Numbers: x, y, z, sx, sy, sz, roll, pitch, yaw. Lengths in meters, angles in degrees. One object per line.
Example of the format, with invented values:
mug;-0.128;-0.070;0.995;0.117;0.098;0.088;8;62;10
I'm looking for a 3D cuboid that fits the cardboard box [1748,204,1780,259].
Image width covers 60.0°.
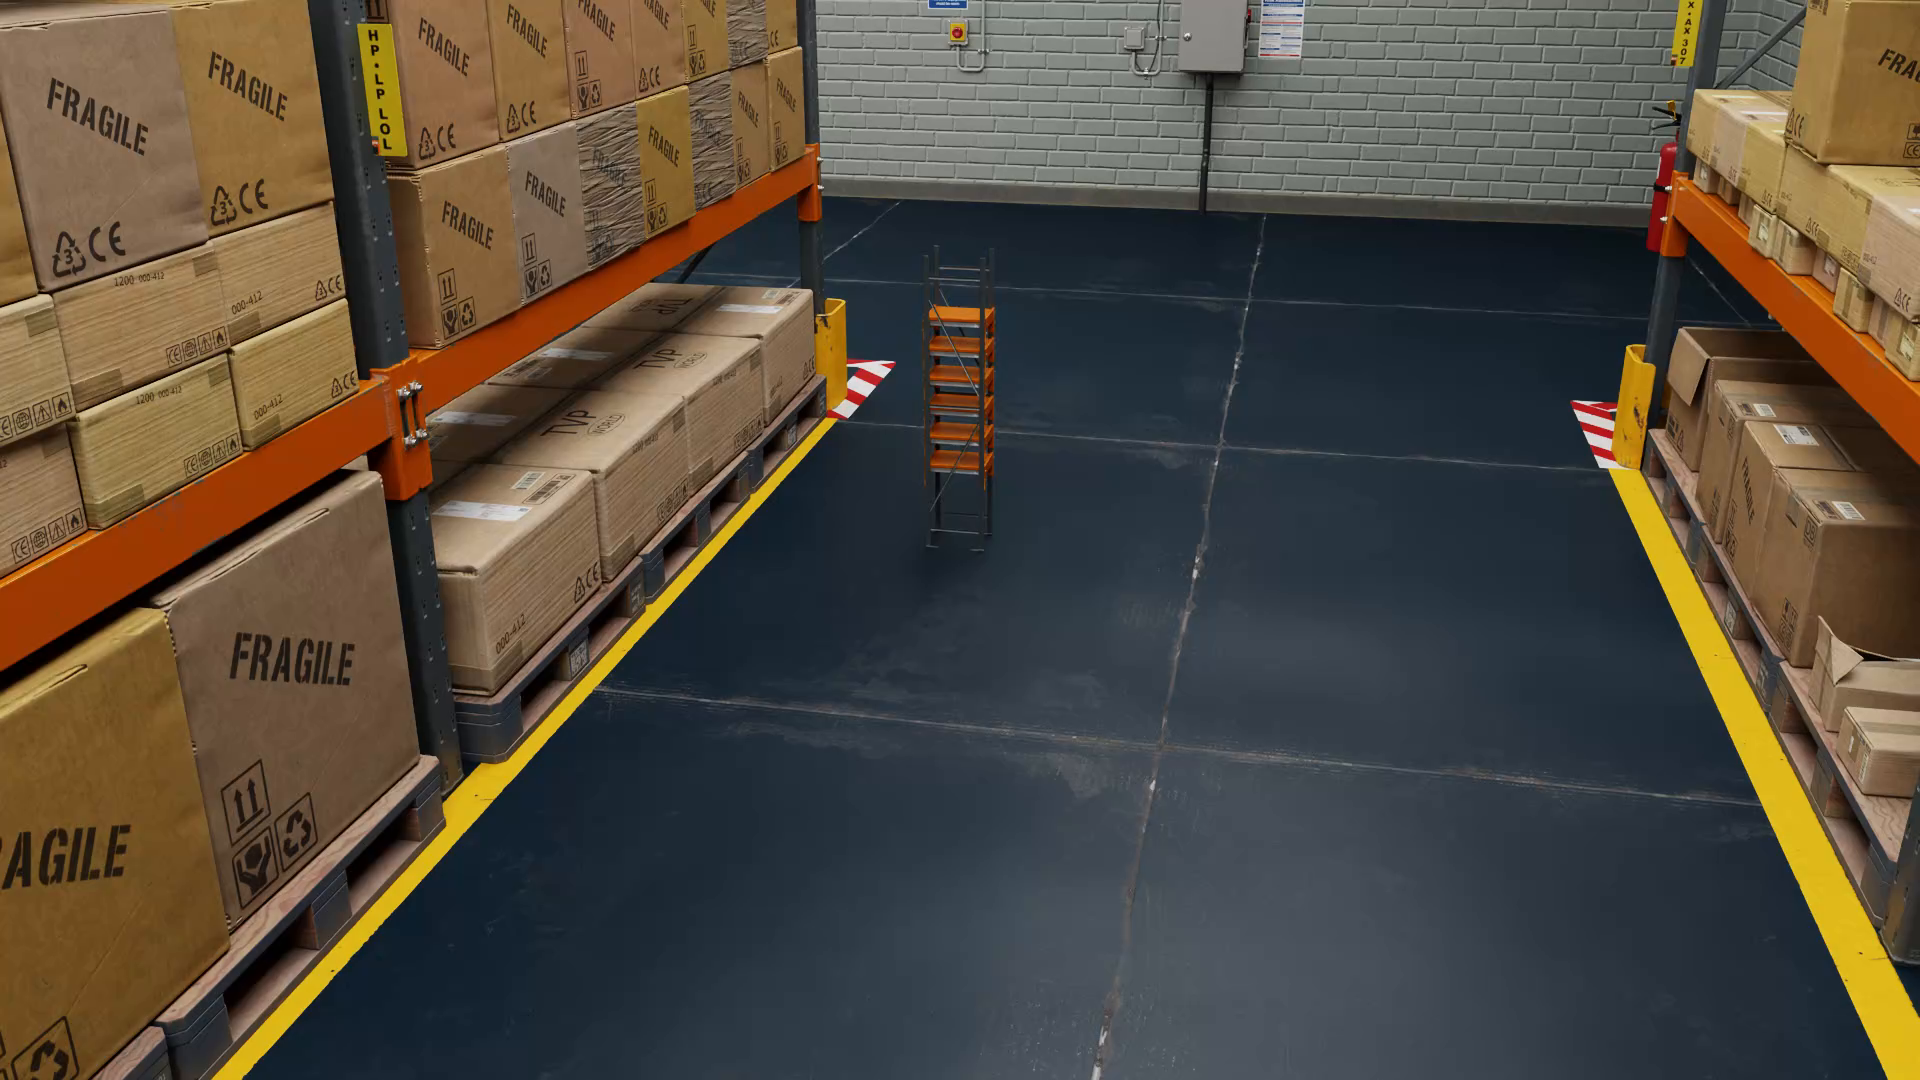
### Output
cardboard box;3.022;-1.084;5.866;0.380;0.149;0.250;4;22;9

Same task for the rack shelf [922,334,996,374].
rack shelf;-0.003;-0.733;6.543;0.258;0.103;0.180;4;22;11

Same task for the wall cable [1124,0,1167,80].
wall cable;1.328;-4.576;12.840;0.588;1.984;0.122;4;22;11

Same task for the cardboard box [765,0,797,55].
cardboard box;-1.056;-2.460;7.474;0.500;0.500;0.500;5;23;13

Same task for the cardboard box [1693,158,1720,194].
cardboard box;3.334;-1.551;7.027;0.380;0.149;0.250;4;22;11

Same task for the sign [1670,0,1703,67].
sign;3.138;-2.210;7.167;0.100;0.325;0.005;4;22;11

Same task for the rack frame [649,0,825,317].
rack frame;-1.191;-2.144;8.162;1.000;3.000;0.127;4;22;11

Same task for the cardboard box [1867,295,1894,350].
cardboard box;2.812;-0.611;4.692;0.380;0.149;0.250;5;22;12

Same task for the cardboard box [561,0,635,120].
cardboard box;-1.448;-1.718;5.632;0.500;0.500;0.500;5;22;12

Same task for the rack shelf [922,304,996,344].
rack shelf;-0.003;-0.844;6.498;0.258;0.103;0.180;4;22;11

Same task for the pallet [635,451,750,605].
pallet;-1.528;-0.107;6.838;1.003;0.211;1.213;4;22;11

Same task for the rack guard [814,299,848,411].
rack guard;-1.186;-0.993;8.651;1.175;0.500;0.348;4;22;11

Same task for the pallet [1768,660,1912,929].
pallet;2.994;0.738;4.738;1.003;0.211;1.213;4;22;11

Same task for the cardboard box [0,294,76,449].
cardboard box;-2.053;-0.291;3.091;0.500;0.250;0.500;5;22;12

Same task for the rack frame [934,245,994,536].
rack frame;0.016;-0.585;6.699;0.240;1.200;0.006;4;22;11

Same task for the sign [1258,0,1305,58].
sign;2.490;-3.989;12.869;0.329;0.494;0.001;4;22;11

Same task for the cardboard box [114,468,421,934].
cardboard box;-2.055;0.342;4.270;0.875;0.875;0.875;5;23;13

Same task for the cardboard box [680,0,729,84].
cardboard box;-1.238;-2.086;6.545;0.500;0.500;0.500;4;22;11

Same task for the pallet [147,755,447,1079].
pallet;-2.091;0.900;4.336;1.003;0.211;1.213;4;22;11

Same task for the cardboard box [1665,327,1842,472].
cardboard box;3.452;-0.588;7.077;0.797;0.503;0.637;4;22;9

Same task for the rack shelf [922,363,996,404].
rack shelf;-0.003;-0.621;6.588;0.258;0.103;0.180;4;22;11

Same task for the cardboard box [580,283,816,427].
cardboard box;-1.227;-0.901;7.944;0.875;0.438;0.875;4;22;9

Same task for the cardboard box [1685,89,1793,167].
cardboard box;3.313;-1.690;6.838;0.500;0.250;0.500;5;22;11

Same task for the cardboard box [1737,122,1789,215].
cardboard box;3.110;-1.320;5.919;0.500;0.250;0.500;4;22;10

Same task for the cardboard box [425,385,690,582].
cardboard box;-1.592;-0.236;6.293;0.875;0.438;0.875;4;22;9

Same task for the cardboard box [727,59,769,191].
cardboard box;-1.147;-1.812;7.203;0.500;0.500;0.500;4;22;10

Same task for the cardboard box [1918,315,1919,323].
cardboard box;2.718;-0.578;4.075;0.500;0.250;0.500;5;22;12

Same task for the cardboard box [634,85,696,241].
cardboard box;-1.335;-1.433;6.262;0.500;0.500;0.500;5;22;13

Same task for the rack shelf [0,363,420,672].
rack shelf;-2.415;0.384;2.848;1.077;0.370;4.000;4;22;11

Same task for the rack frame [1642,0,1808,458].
rack frame;3.669;-1.767;7.226;1.000;3.000;0.127;4;22;11

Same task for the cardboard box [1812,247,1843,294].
cardboard box;3.003;-0.887;5.376;0.380;0.149;0.250;4;22;11

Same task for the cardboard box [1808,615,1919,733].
cardboard box;2.752;0.412;4.912;0.396;0.266;0.258;5;23;13

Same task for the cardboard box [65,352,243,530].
cardboard box;-1.957;-0.242;3.641;0.500;0.250;0.500;4;22;10

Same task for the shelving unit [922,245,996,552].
shelving unit;-0.003;-0.551;6.616;0.258;1.200;0.189;4;22;11

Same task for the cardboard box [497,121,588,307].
cardboard box;-1.548;-1.063;5.344;0.500;0.500;0.500;5;22;11

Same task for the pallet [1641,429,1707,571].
pallet;3.492;-0.154;6.954;1.003;0.211;1.213;4;22;11

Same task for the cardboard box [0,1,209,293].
cardboard box;-1.951;-0.819;3.400;0.500;0.500;0.500;5;22;12

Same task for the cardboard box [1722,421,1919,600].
cardboard box;3.033;-0.091;5.847;0.500;0.500;0.500;5;22;12

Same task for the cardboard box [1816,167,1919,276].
cardboard box;2.921;-0.943;4.983;0.500;0.250;0.500;4;22;11

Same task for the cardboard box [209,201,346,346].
cardboard box;-1.859;-0.664;4.018;0.500;0.250;0.500;4;22;11

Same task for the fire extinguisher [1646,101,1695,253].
fire extinguisher;3.247;-1.647;7.531;0.296;0.674;0.183;4;22;11

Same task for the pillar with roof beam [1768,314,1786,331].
pillar with roof beam;0.887;-5.795;9.198;9.100;9.000;0.400;4;22;11

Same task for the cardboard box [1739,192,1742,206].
cardboard box;3.307;-1.356;6.542;0.380;0.149;0.250;4;22;10

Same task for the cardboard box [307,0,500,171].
cardboard box;-1.673;-1.347;4.711;0.500;0.500;0.500;5;22;11
